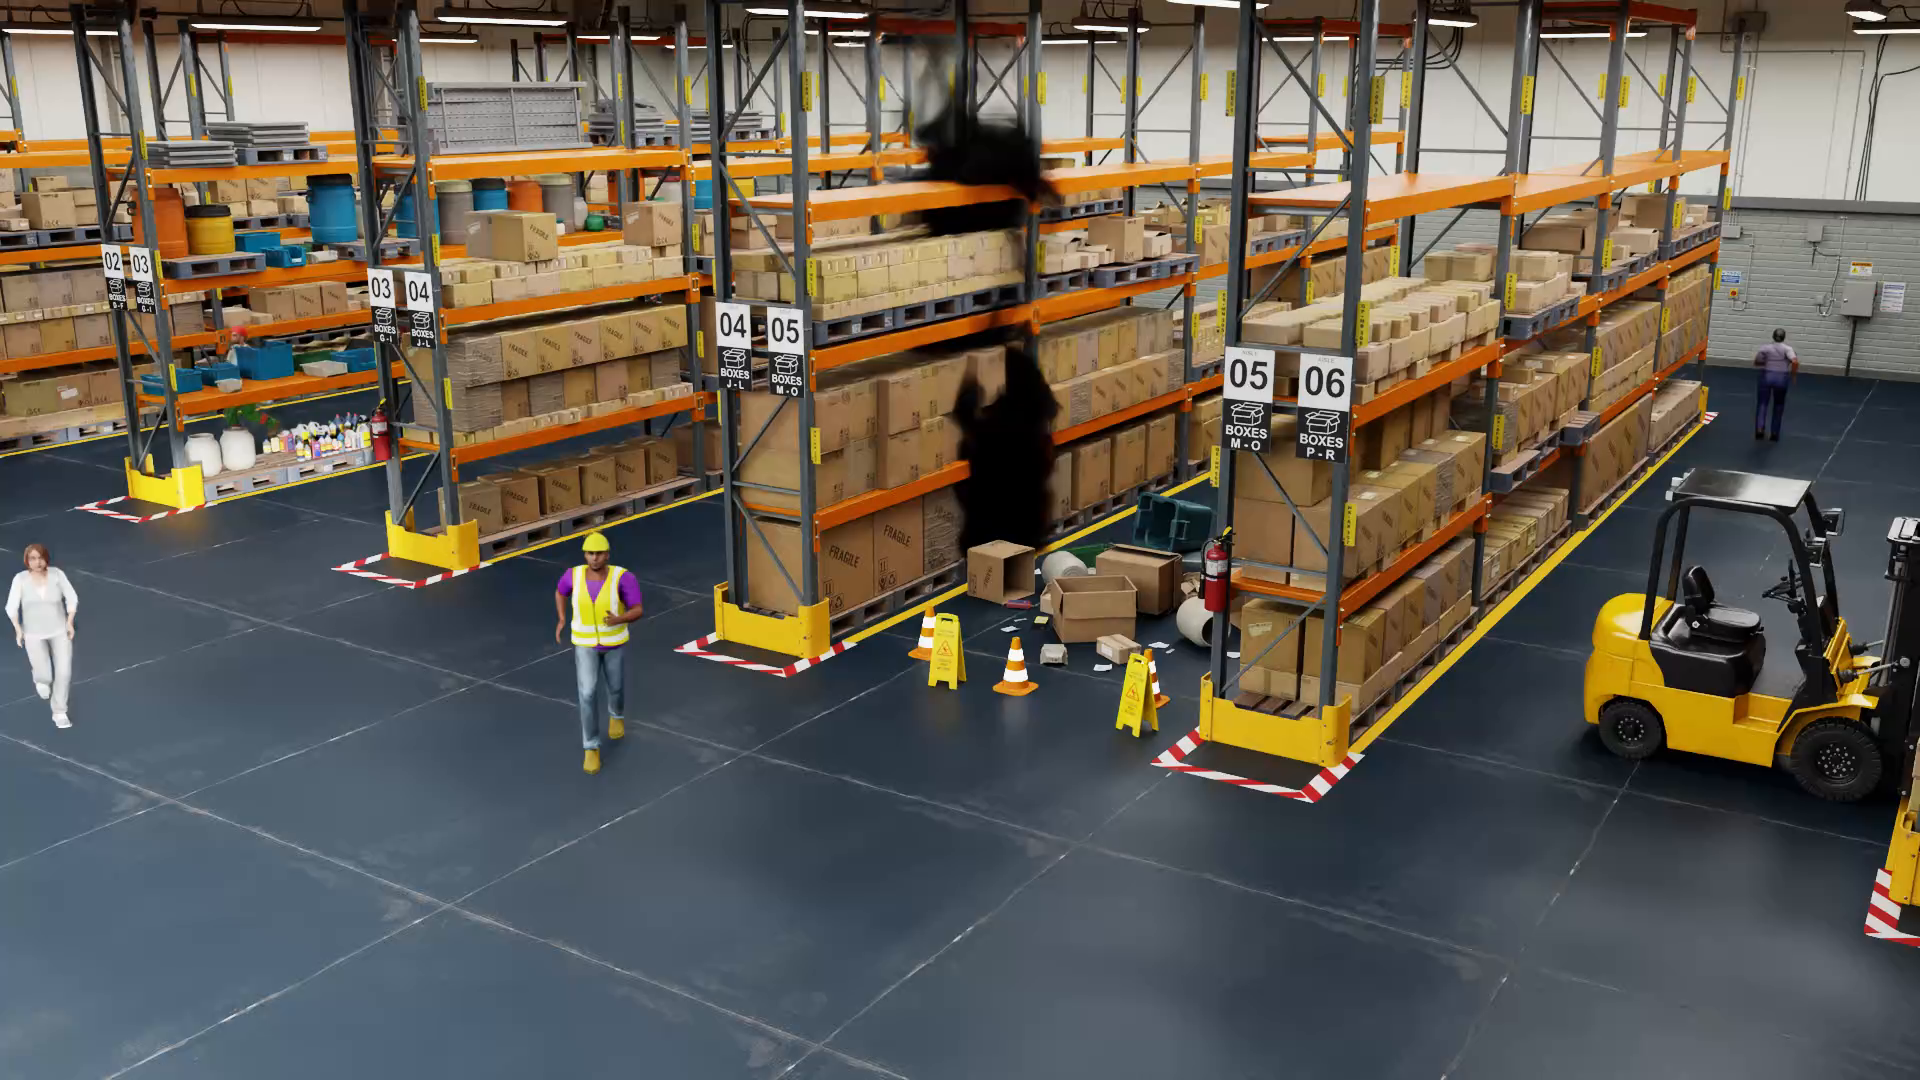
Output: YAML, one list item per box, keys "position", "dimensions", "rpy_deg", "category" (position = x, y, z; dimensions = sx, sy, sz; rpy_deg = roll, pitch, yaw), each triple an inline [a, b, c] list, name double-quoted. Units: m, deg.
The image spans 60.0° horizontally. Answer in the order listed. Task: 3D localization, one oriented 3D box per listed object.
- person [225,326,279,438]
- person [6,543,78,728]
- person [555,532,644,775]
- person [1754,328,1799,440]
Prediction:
- position: [-10.233, -2.226, 23.830]
  dimensions: [0.669, 1.701, 0.793]
  rpy_deg: [9, 18, 29]
  category: "person"
- position: [-7.513, 0.753, 13.672]
  dimensions: [0.522, 1.554, 0.578]
  rpy_deg: [-10, 19, -33]
  category: "person"
- position: [-2.791, 0.819, 12.926]
  dimensions: [0.684, 1.811, 0.842]
  rpy_deg: [-2, 16, -9]
  category: "person"
- position: [11.840, -2.253, 24.202]
  dimensions: [0.596, 1.677, 0.874]
  rpy_deg: [8, 18, 27]
  category: "person"
